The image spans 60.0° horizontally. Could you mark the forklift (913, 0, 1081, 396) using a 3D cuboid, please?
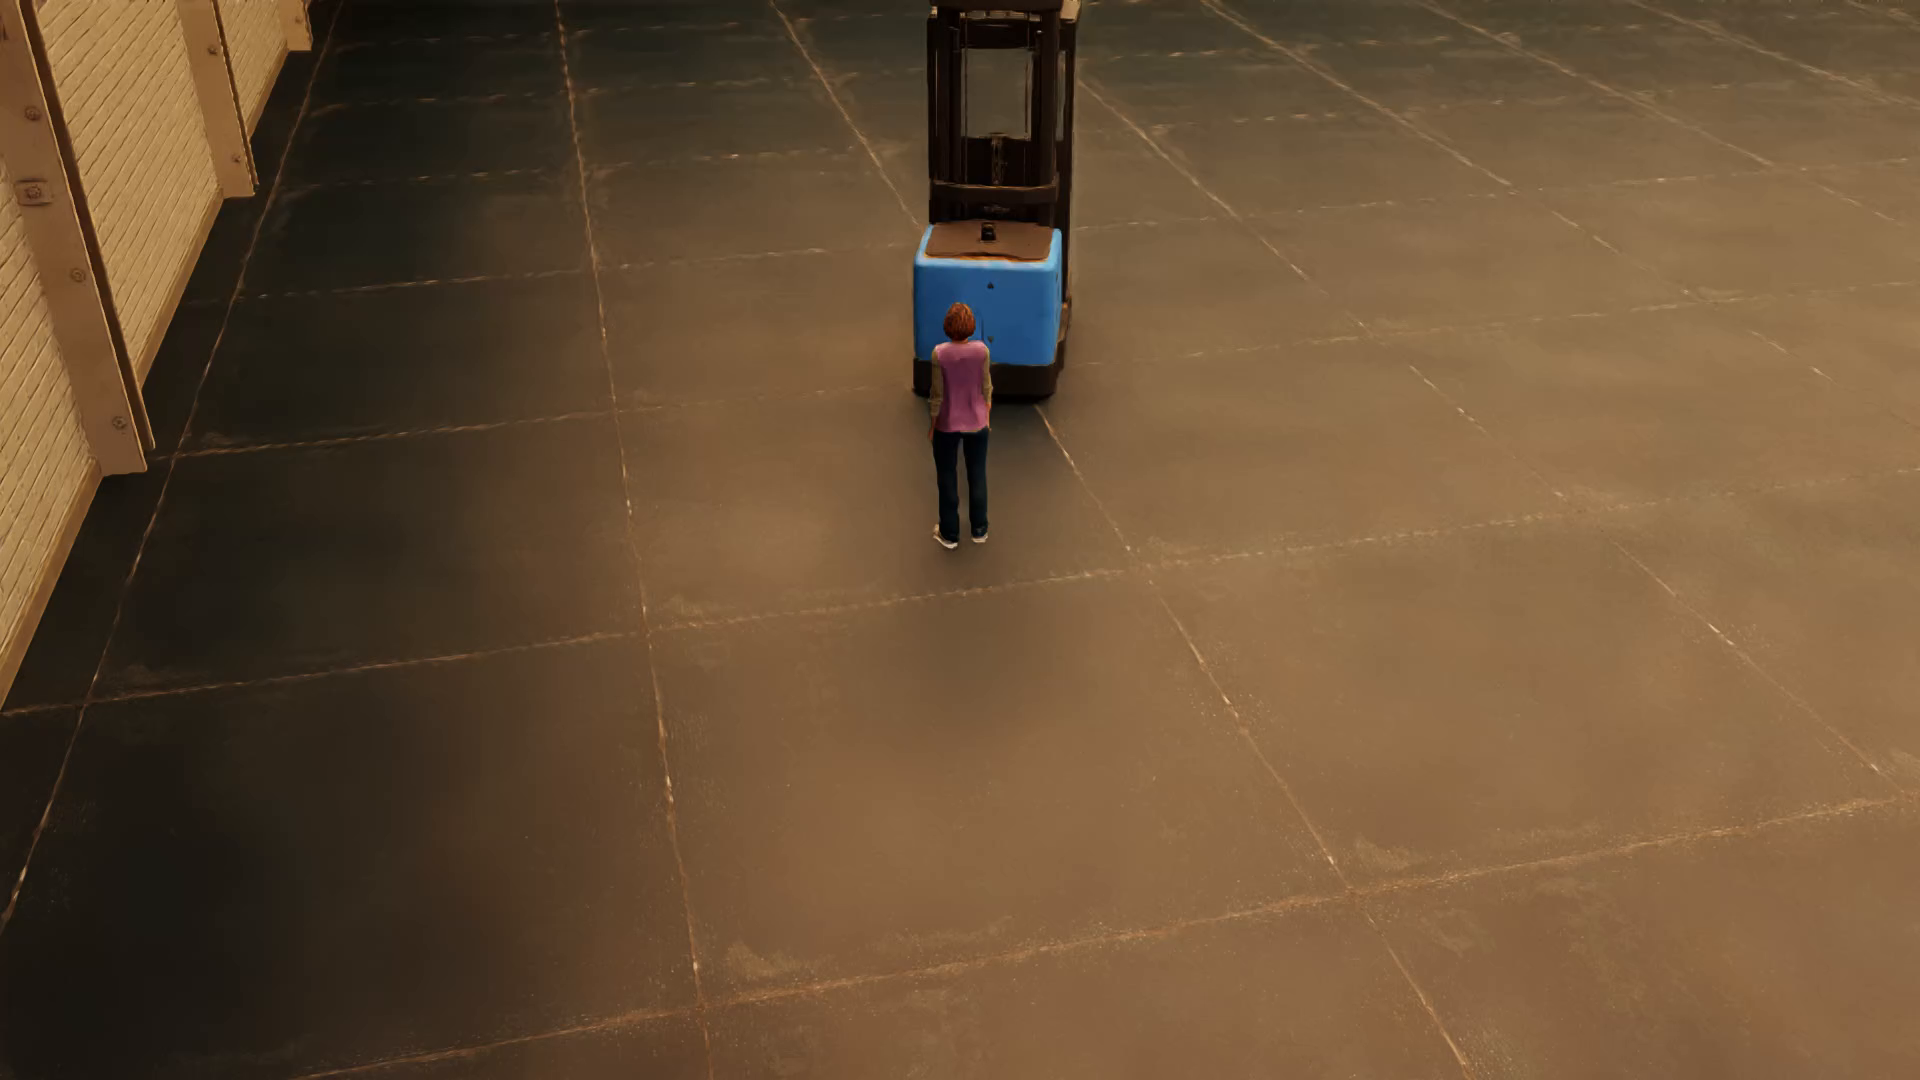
[{"bbox_3d":[0.331,-3.041,12.827,1.130,2.935,3.031,3,30,6],"label":"forklift"}]

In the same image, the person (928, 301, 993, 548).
[{"bbox_3d":[-0.003,-0.696,10.107,0.405,1.602,0.311,-7,31,-12],"label":"person"}]
